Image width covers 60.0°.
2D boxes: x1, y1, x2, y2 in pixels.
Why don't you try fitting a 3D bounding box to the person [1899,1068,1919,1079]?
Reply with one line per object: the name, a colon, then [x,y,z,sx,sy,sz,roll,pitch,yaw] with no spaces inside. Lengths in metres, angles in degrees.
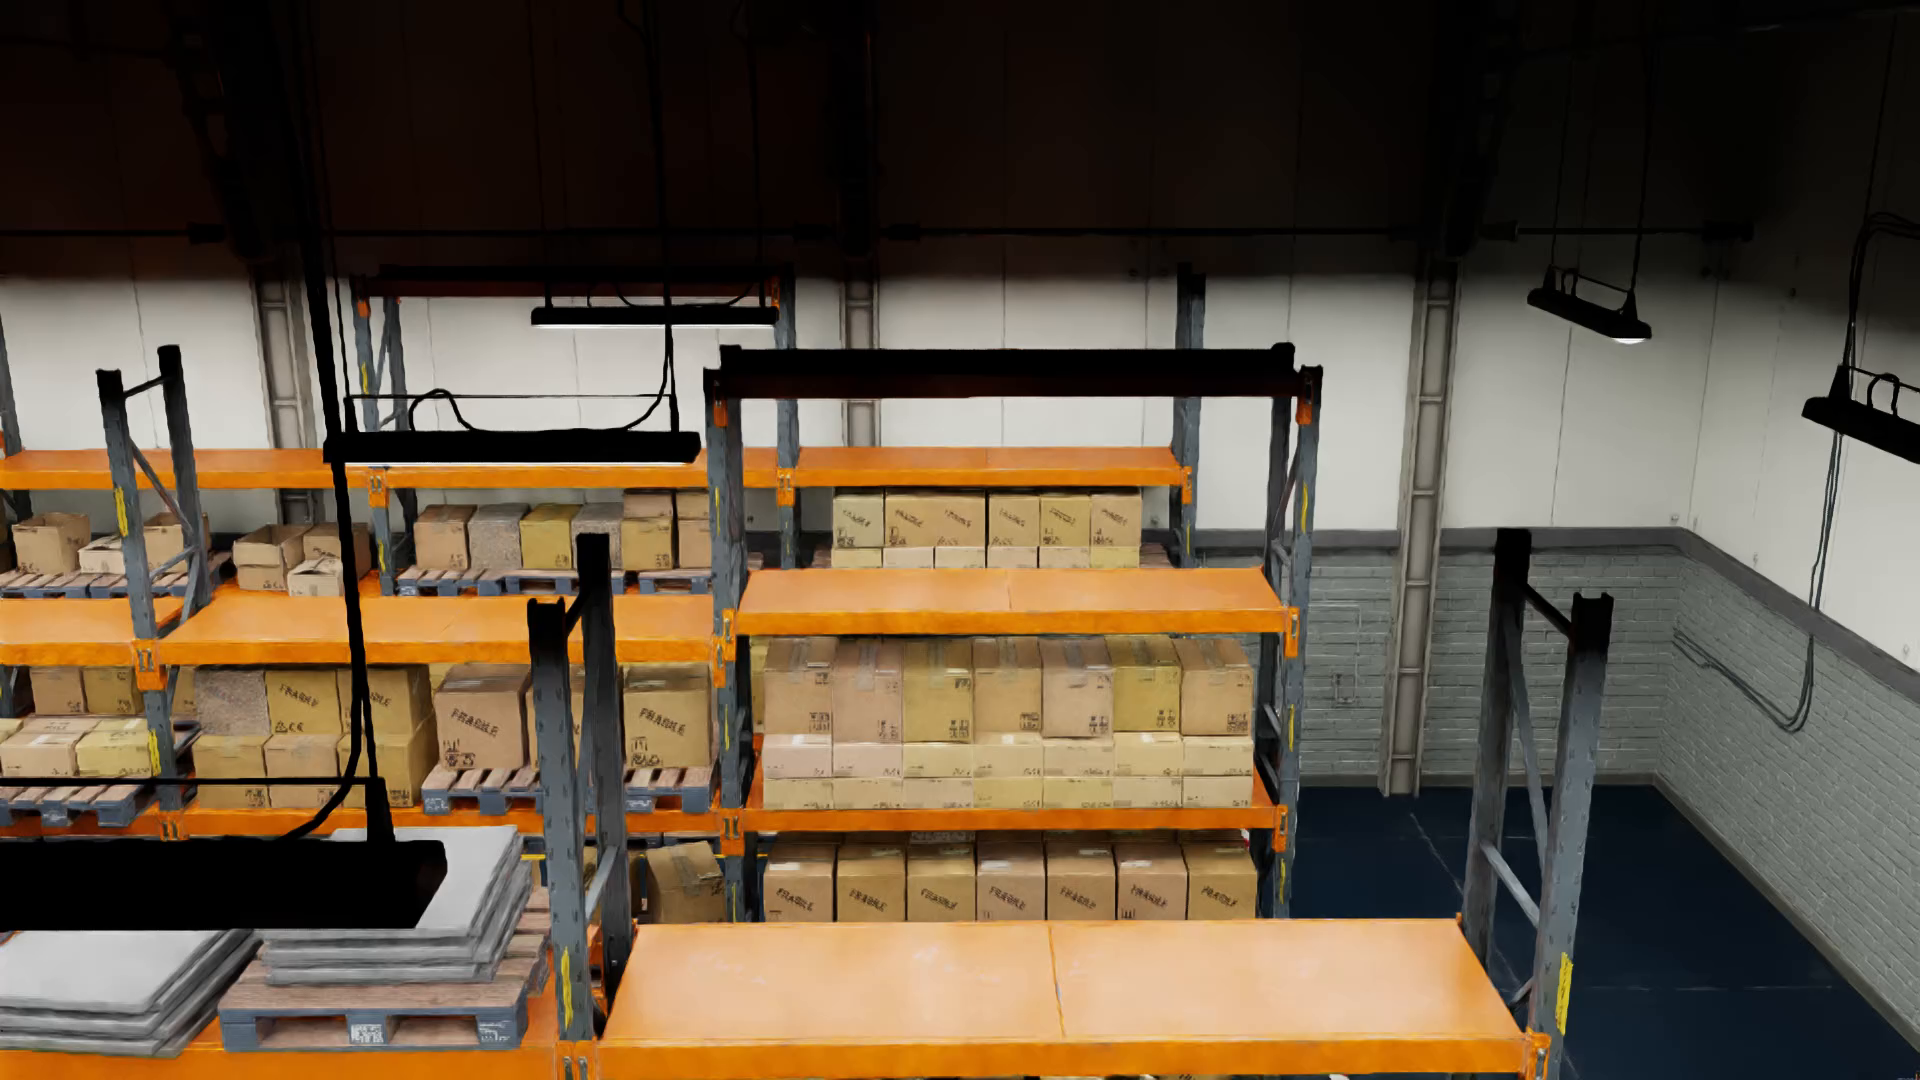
person: [6.473,4.189,11.279,0.537,1.623,0.550,-12,20,-36]
